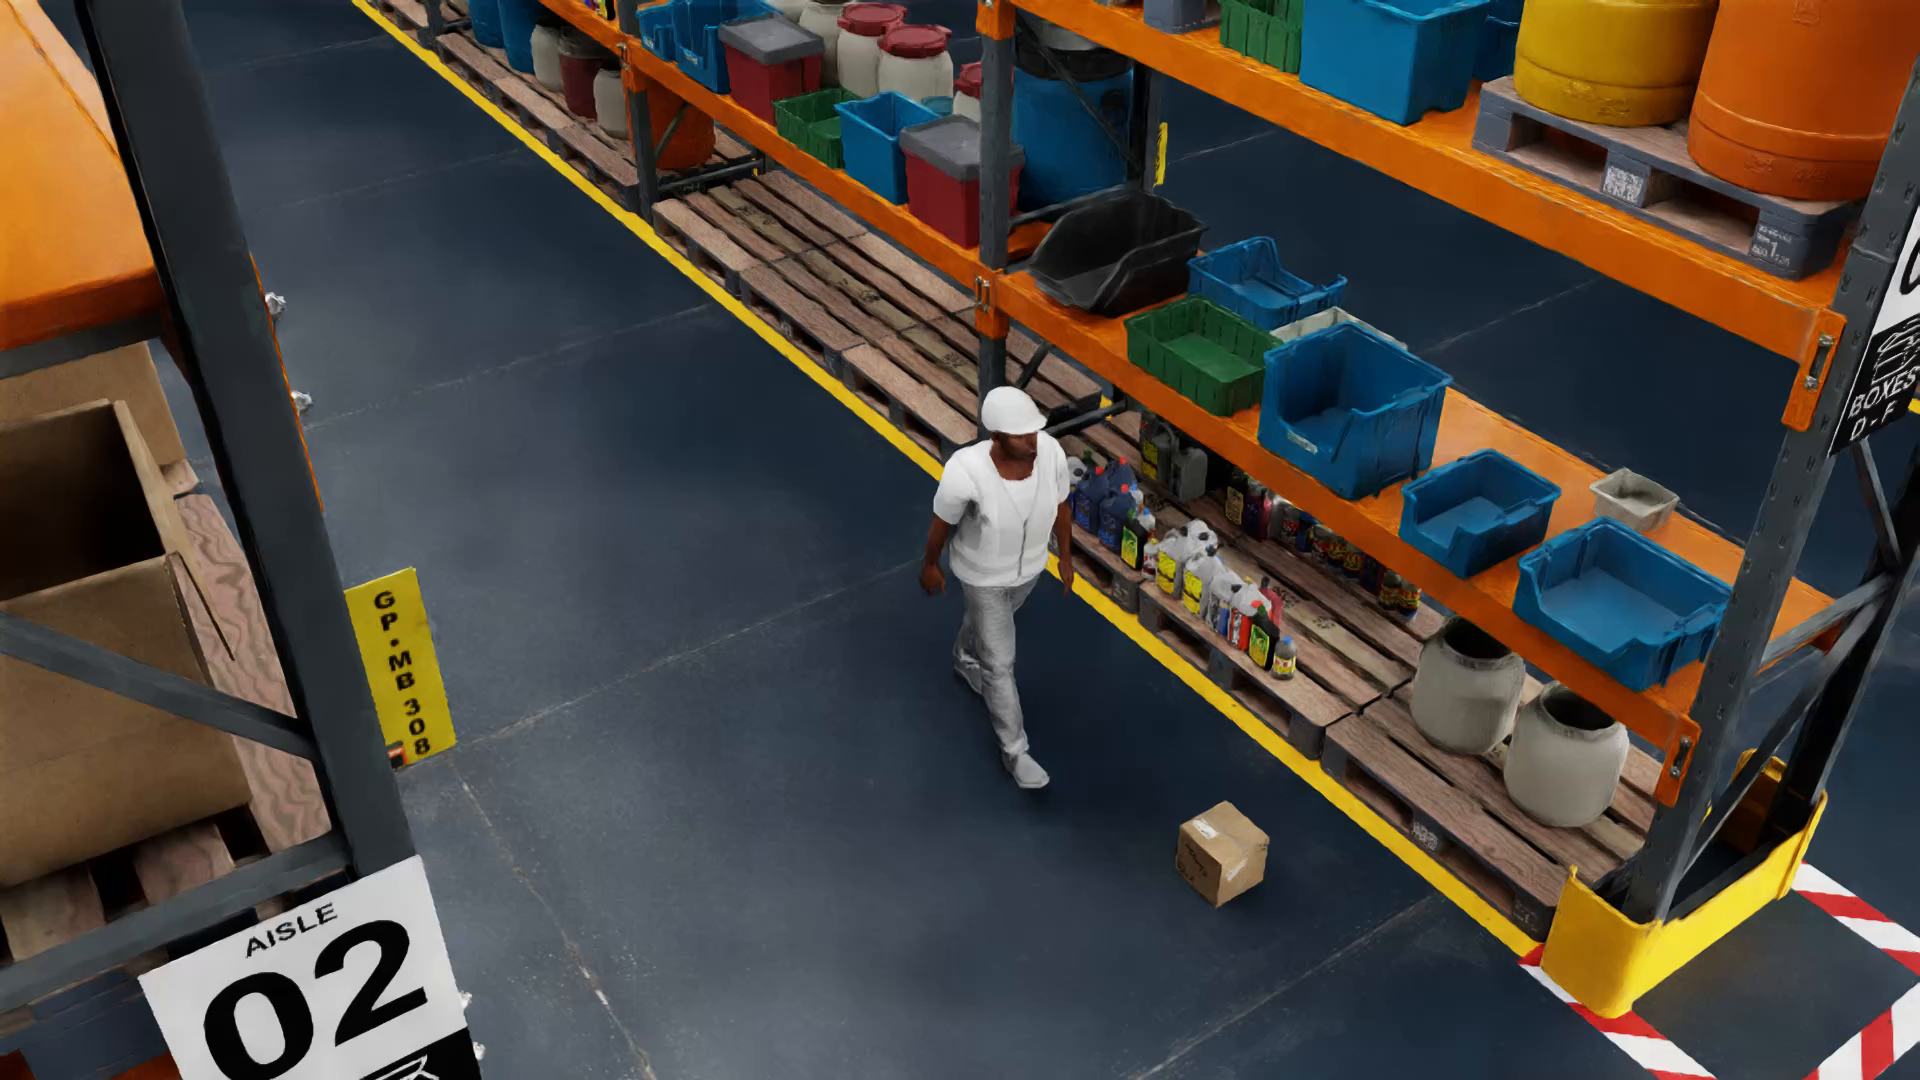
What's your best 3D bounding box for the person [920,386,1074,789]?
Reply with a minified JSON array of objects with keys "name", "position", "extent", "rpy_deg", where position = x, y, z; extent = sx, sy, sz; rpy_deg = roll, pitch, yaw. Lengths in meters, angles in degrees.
[{"name":"person","position":[0.217,0.126,6.819],"extent":[0.593,1.725,0.955],"rpy_deg":[-21,41,-26]}]
